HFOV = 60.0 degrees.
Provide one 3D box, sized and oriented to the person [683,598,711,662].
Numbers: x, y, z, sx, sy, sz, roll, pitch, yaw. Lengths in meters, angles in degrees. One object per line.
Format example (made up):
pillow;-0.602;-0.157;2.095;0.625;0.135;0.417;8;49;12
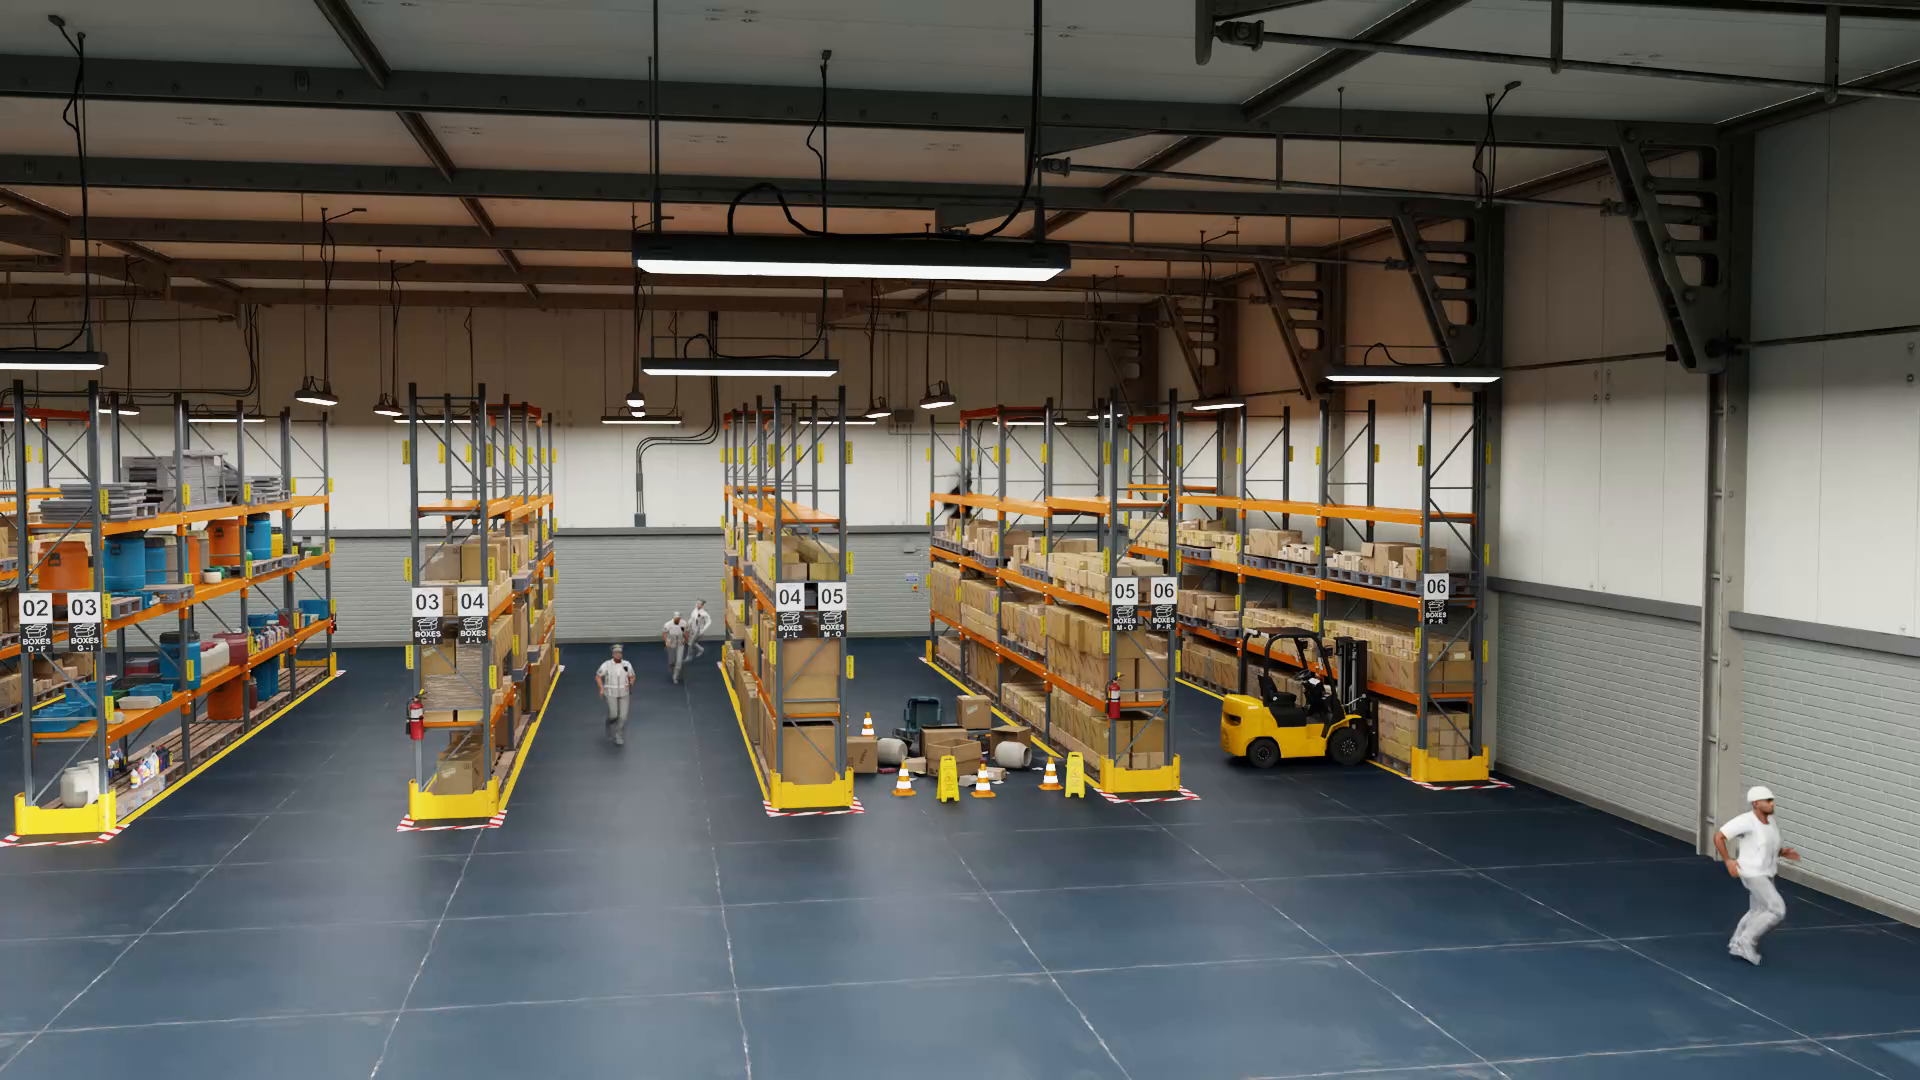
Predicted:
person;-6.367;2.183;40.378;0.575;1.574;0.733;-2;4;-38

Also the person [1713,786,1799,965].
person;7.874;3.296;16.332;0.695;1.743;0.666;-2;4;-39

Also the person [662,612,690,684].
person;-6.285;2.369;36.811;0.606;1.619;0.905;-1;3;-20

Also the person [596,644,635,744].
person;-5.944;2.674;28.839;0.663;1.739;0.595;-1;3;-23
